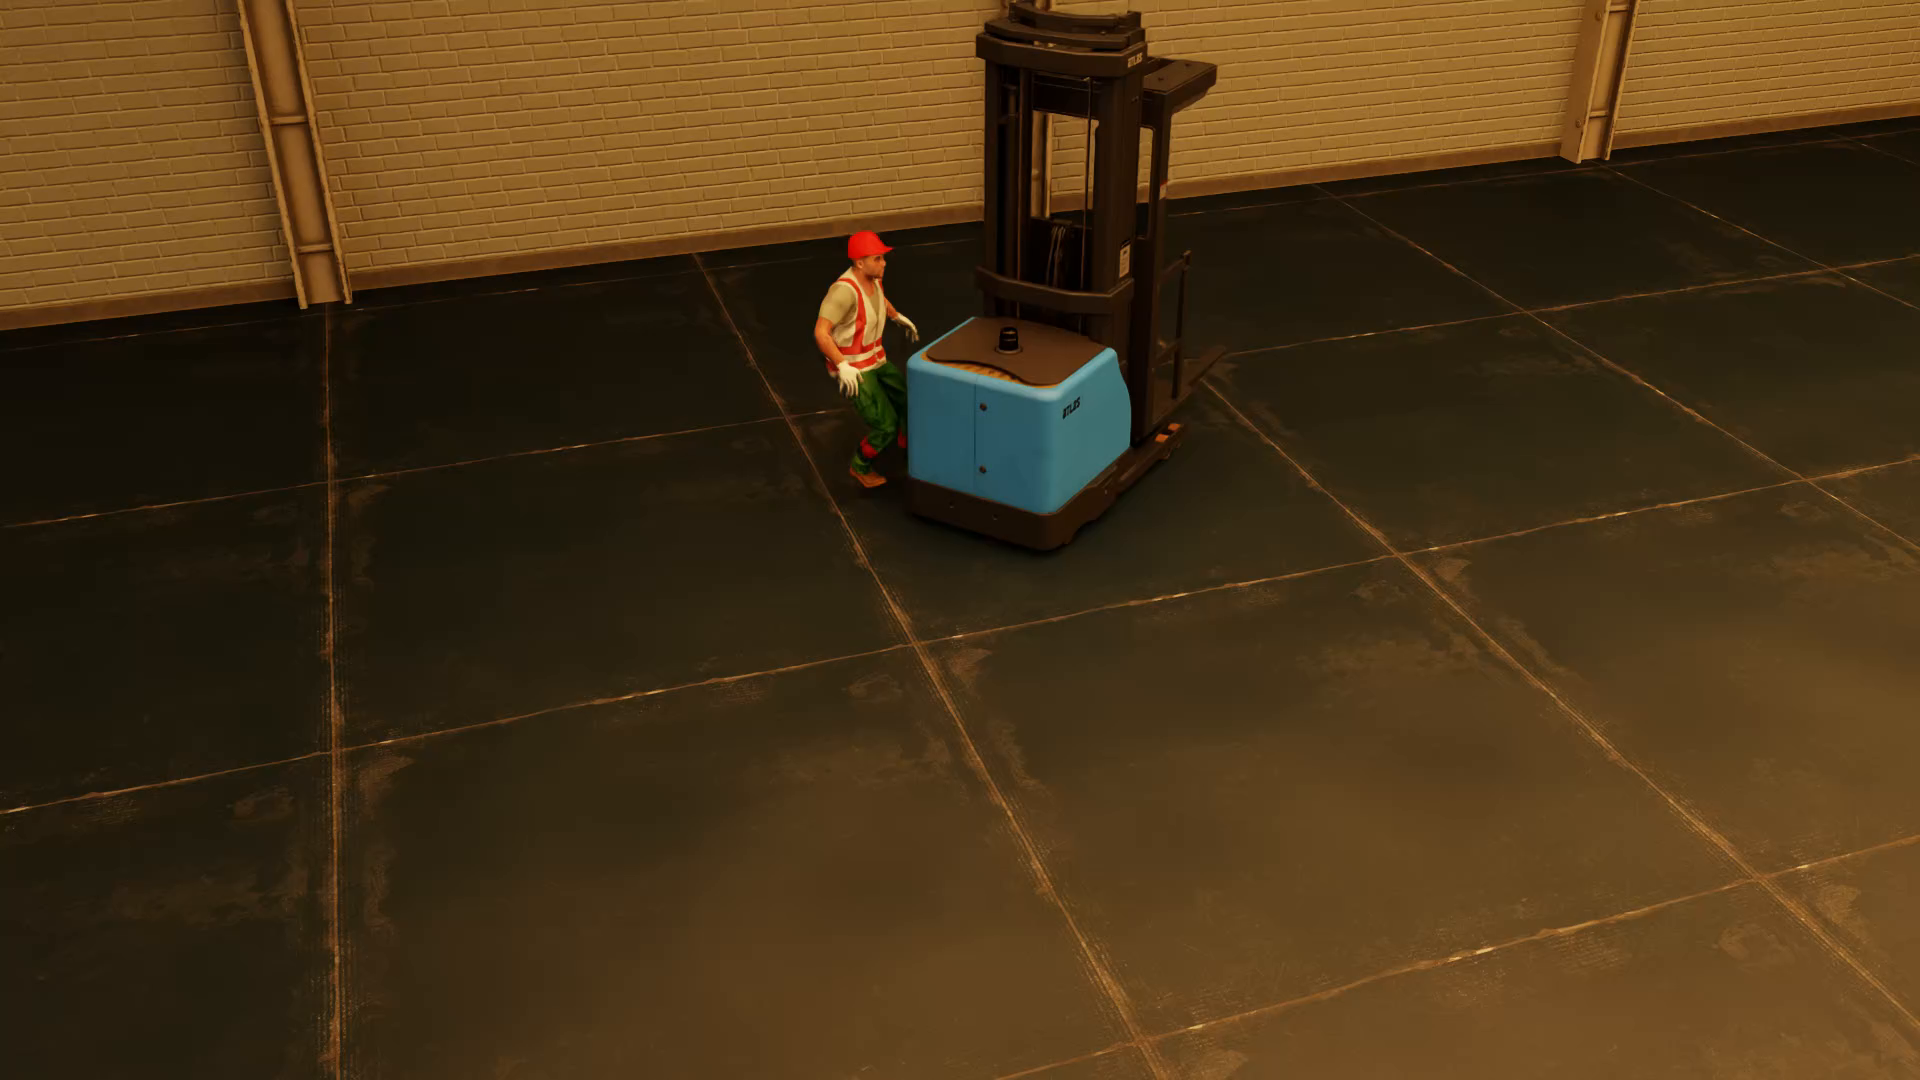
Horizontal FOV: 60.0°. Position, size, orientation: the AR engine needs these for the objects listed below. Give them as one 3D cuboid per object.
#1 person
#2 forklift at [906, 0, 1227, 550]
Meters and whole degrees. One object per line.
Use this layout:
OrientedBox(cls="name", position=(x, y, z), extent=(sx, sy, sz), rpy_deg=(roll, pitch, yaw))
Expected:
OrientedBox(cls="person", position=(-0.456, -1.042, 10.158), extent=(0.682, 1.719, 0.997), rpy_deg=(14, 33, 22))
OrientedBox(cls="forklift", position=(0.859, -1.909, 10.404), extent=(1.130, 2.935, 3.031), rpy_deg=(17, 34, 26))
